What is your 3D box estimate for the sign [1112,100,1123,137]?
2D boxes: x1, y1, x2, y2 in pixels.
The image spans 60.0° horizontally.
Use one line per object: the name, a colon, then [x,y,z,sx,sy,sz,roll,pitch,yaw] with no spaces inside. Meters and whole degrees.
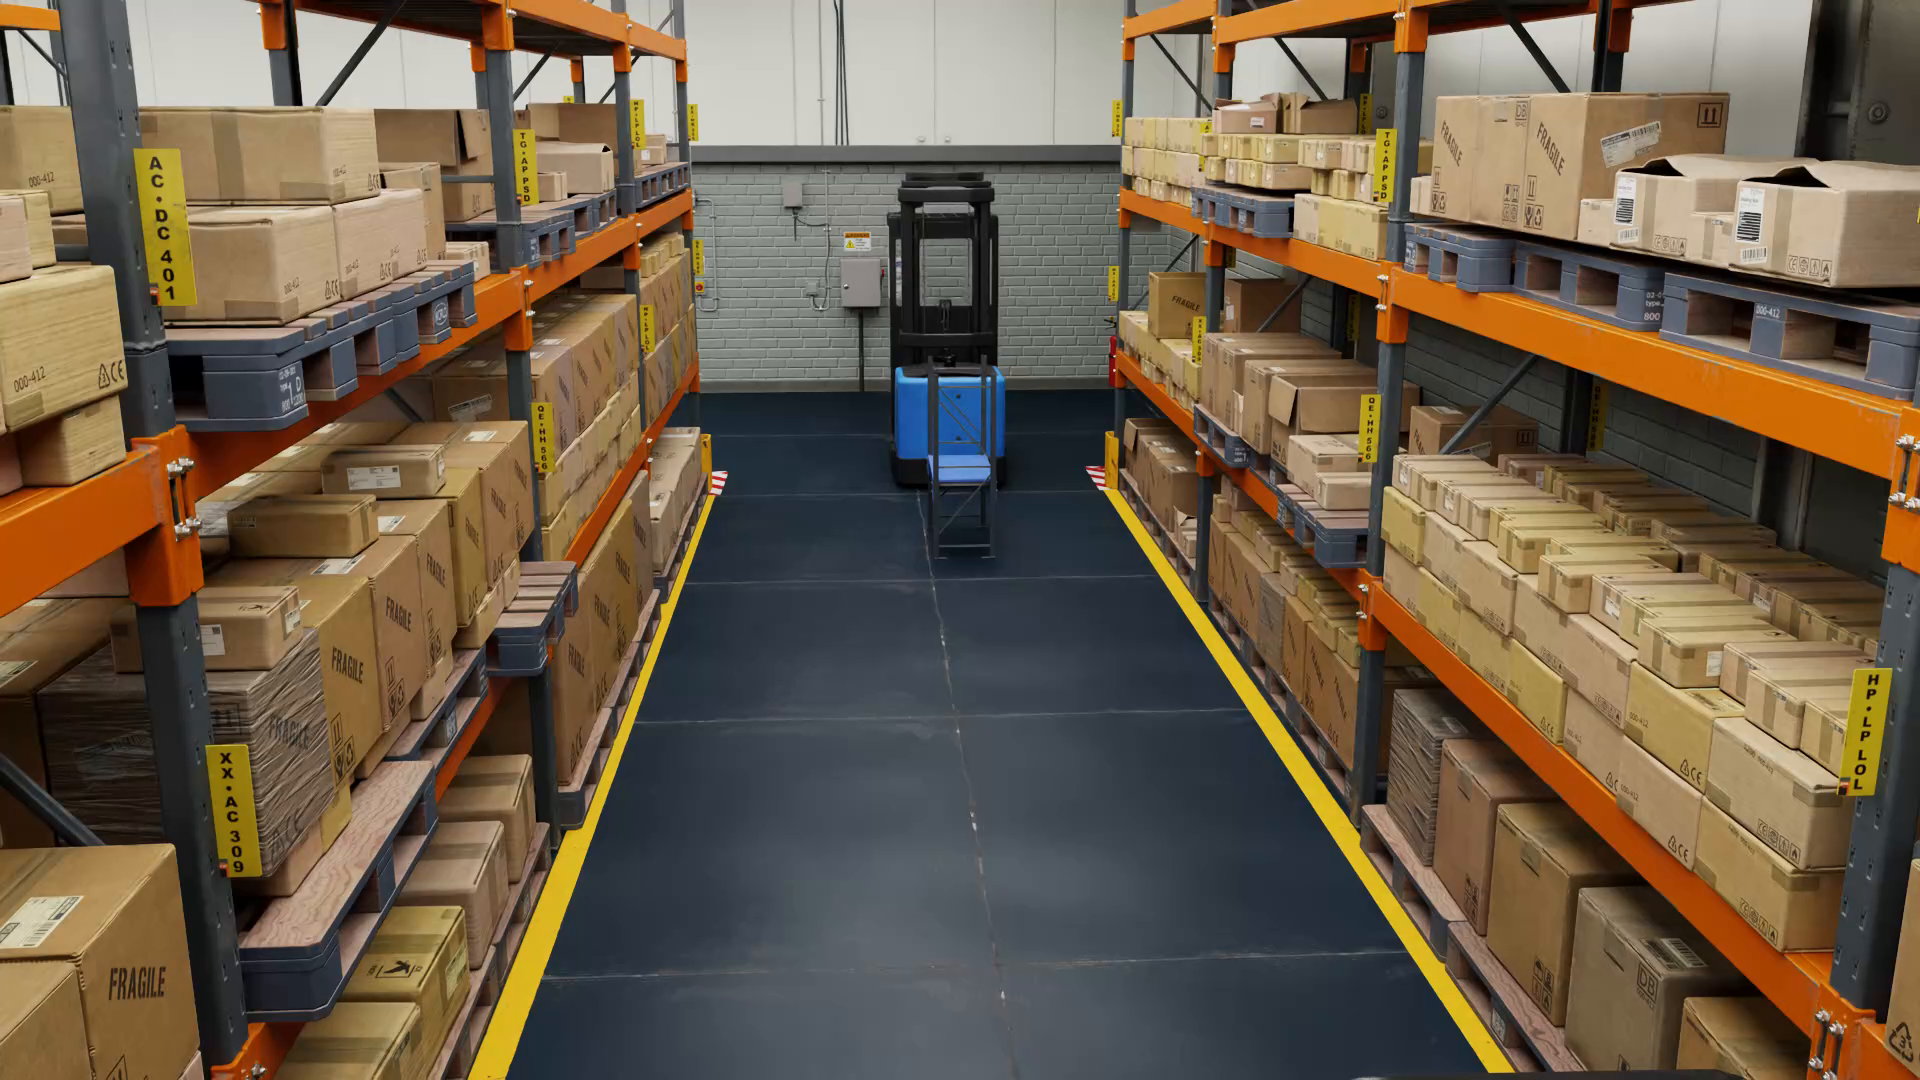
sign: [1.450,-3.874,15.288,0.100,0.325,0.005,-1,14,-3]

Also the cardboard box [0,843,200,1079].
cardboard box: [-1.943,0.970,3.438,0.500,0.500,0.500,-1,14,-5]

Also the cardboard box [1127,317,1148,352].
cardboard box: [1.782,-1.835,14.843,0.500,0.250,0.500,-1,14,-3]

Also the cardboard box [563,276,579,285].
cardboard box: [-2.959,-1.919,11.958,0.380,0.149,0.250,-1,14,-2]

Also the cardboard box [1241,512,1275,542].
cardboard box: [2.118,-0.094,11.242,0.380,0.149,0.250,-2,15,-6]

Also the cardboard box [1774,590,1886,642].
cardboard box: [2.922,0.270,5.455,0.380,0.149,0.250,-1,14,-3]

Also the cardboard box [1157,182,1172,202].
cardboard box: [1.798,-2.810,13.411,0.380,0.149,0.250,-1,14,-2]

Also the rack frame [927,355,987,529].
rack frame: [-0.026,-0.832,14.248,0.500,1.500,0.032,-1,14,-3]

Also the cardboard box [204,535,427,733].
cardboard box: [-2.010,0.291,5.234,0.500,0.500,0.500,-1,14,-4]

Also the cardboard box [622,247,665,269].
cardboard box: [-2.551,-2.242,13.212,0.380,0.149,0.250,-1,14,-3]

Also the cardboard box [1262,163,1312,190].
cardboard box: [1.982,-2.132,9.733,0.380,0.149,0.250,-1,14,-2]

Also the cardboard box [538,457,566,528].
cardboard box: [-2.252,-0.238,8.230,0.500,0.250,0.500,-1,14,-4]

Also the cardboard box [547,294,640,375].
cardboard box: [-2.436,-1.359,11.082,0.500,0.500,0.500,0,14,-2]

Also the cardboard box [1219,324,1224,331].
cardboard box: [2.342,-1.716,14.379,0.500,0.250,0.500,0,14,-2]

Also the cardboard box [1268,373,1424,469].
cardboard box: [2.202,-0.673,9.572,0.797,0.503,0.637,-1,14,-5]

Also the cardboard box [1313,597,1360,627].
cardboard box: [2.184,0.424,9.230,0.380,0.149,0.250,-1,14,-5]

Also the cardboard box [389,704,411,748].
cardboard box: [-2.026,0.574,5.436,0.380,0.149,0.250,-1,14,-3]

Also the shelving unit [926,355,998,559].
shelving unit: [0.005,-0.705,13.757,0.538,1.500,1.048,-1,14,-3]

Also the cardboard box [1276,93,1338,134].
cardboard box: [2.327,-2.864,11.149,0.396,0.266,0.258,-1,14,-4]

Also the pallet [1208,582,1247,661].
pallet: [2.328,0.541,11.500,1.003,0.211,1.213,-1,14,-3]

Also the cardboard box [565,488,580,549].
cardboard box: [-2.295,-0.119,8.771,0.500,0.250,0.500,-1,14,-5]

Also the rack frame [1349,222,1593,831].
rack frame: [2.487,-0.016,8.070,1.000,3.000,0.127,-1,14,-3]

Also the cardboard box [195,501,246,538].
cardboard box: [-2.568,0.167,5.718,0.500,0.500,0.500,-1,14,-6]

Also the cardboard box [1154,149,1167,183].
cardboard box: [1.873,-3.034,13.482,0.500,0.250,0.500,-1,14,-4]

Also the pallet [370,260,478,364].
pallet: [-2.218,-0.719,5.158,1.213,0.211,1.003,-1,14,-3]

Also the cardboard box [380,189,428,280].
cardboard box: [-1.941,-0.930,5.060,0.500,0.250,0.500,-1,14,-4]

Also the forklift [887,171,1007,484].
forklift: [-0.180,-2.269,16.963,1.130,2.935,3.031,-1,14,-4]

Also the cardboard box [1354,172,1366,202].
cardboard box: [2.238,-1.805,8.501,0.380,0.149,0.250,-1,14,-2]

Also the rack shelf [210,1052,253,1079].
rack shelf: [-2.095,1.902,2.059,1.077,0.370,4.000,-1,14,-3]

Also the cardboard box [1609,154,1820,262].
cardboard box: [2.399,-1.050,5.204,0.500,0.311,0.500,-1,14,-5]

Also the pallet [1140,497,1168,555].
pallet: [2.119,-0.136,14.130,1.003,0.211,1.213,-1,14,-3]

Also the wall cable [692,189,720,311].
wall cable: [-3.335,-3.838,20.820,0.585,1.953,0.123,-1,14,-3]

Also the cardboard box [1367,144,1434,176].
cardboard box: [2.171,-1.815,7.943,0.380,0.149,0.250,0,14,-2]

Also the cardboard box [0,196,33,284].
cardboard box: [-1.889,-0.522,2.921,0.380,0.149,0.250,-1,14,-5]

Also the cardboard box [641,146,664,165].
cardboard box: [-2.739,-3.298,14.265,0.380,0.149,0.250,-2,15,-8]

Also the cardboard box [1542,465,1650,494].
cardboard box: [2.837,-0.238,7.429,0.380,0.149,0.250,-1,14,-2]

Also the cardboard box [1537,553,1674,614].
cardboard box: [2.290,0.152,5.913,0.380,0.149,0.250,-1,14,-5]

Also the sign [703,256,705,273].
sign: [-3.387,-3.476,20.973,0.327,0.218,0.001,-1,14,-3]

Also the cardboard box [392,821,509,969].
cardboard box: [-2.388,1.454,6.785,0.950,0.372,0.625,-1,14,-5]

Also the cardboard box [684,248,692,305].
cardboard box: [-2.695,-2.345,14.913,0.500,0.500,0.500,0,14,-2]

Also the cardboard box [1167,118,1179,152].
cardboard box: [1.905,-3.152,12.936,0.500,0.250,0.500,-1,14,-2]

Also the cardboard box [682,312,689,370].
cardboard box: [-2.652,-1.736,14.553,0.500,0.500,0.500,-1,14,-5]

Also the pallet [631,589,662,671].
pallet: [-2.591,0.608,11.242,1.003,0.211,1.213,-1,14,-3]

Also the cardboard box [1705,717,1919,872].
cardboard box: [2.449,0.691,4.620,0.500,0.250,0.500,-1,14,-5]

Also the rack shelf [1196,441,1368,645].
rack shelf: [2.363,-0.165,10.093,1.077,0.370,4.000,-1,14,-3]

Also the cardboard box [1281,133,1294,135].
cardboard box: [2.374,-2.665,11.210,0.380,0.149,0.250,-1,14,-4]

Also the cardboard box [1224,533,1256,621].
cardboard box: [2.088,0.252,11.201,0.500,0.500,0.500,-1,14,-4]

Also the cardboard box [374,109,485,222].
cardboard box: [-2.641,-1.736,7.685,0.797,0.503,0.637,-2,15,-7]

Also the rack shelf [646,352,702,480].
rack shelf: [-2.838,-1.083,13.658,1.077,0.370,4.000,-1,14,-3]

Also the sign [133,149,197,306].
sign: [-1.678,-0.657,3.504,0.100,0.325,0.005,-1,14,-3]

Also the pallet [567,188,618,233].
pallet: [-2.608,-2.066,10.402,0.805,0.209,1.217,-1,15,-6]

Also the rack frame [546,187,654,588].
rack frame: [-2.714,-0.934,11.635,1.000,3.000,0.127,-1,14,-3]

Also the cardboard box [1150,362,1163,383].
cardboard box: [1.805,-1.412,13.999,0.380,0.149,0.250,-1,14,-2]

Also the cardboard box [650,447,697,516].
cardboard box: [-2.757,-0.501,14.253,0.875,0.438,0.875,0,14,-2]

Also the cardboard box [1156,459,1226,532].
cardboard box: [2.013,-0.374,13.633,0.700,0.500,0.500,-1,14,-6]

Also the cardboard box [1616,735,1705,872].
cardboard box: [2.406,0.805,5.180,0.500,0.250,0.500,-1,14,-4]
